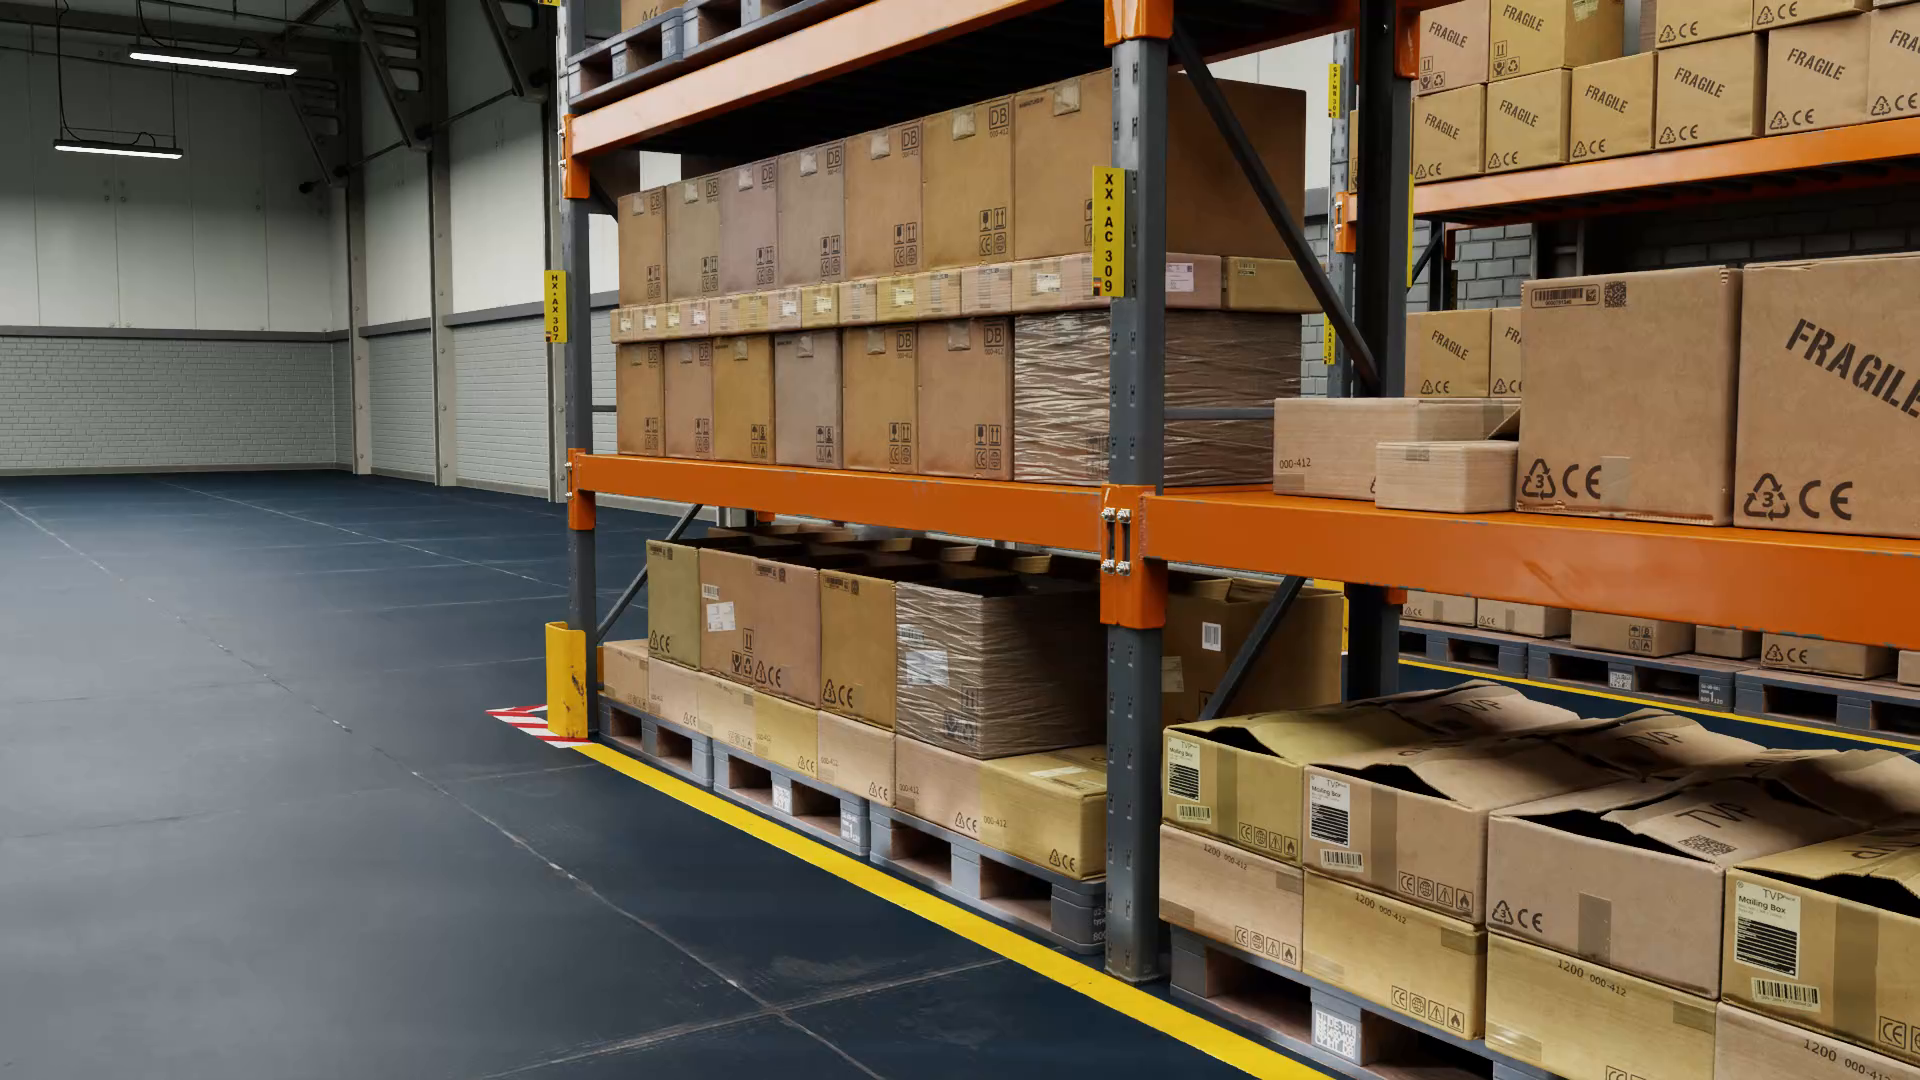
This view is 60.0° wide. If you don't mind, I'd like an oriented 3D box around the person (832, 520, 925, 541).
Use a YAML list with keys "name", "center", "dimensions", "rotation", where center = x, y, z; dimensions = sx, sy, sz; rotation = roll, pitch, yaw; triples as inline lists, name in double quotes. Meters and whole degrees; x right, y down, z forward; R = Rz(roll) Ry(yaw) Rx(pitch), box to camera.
- name: "person"
  center: [-0.541, 0.072, 10.040]
  dimensions: [0.420, 1.283, 0.803]
  rotation: [-3, 6, -36]
